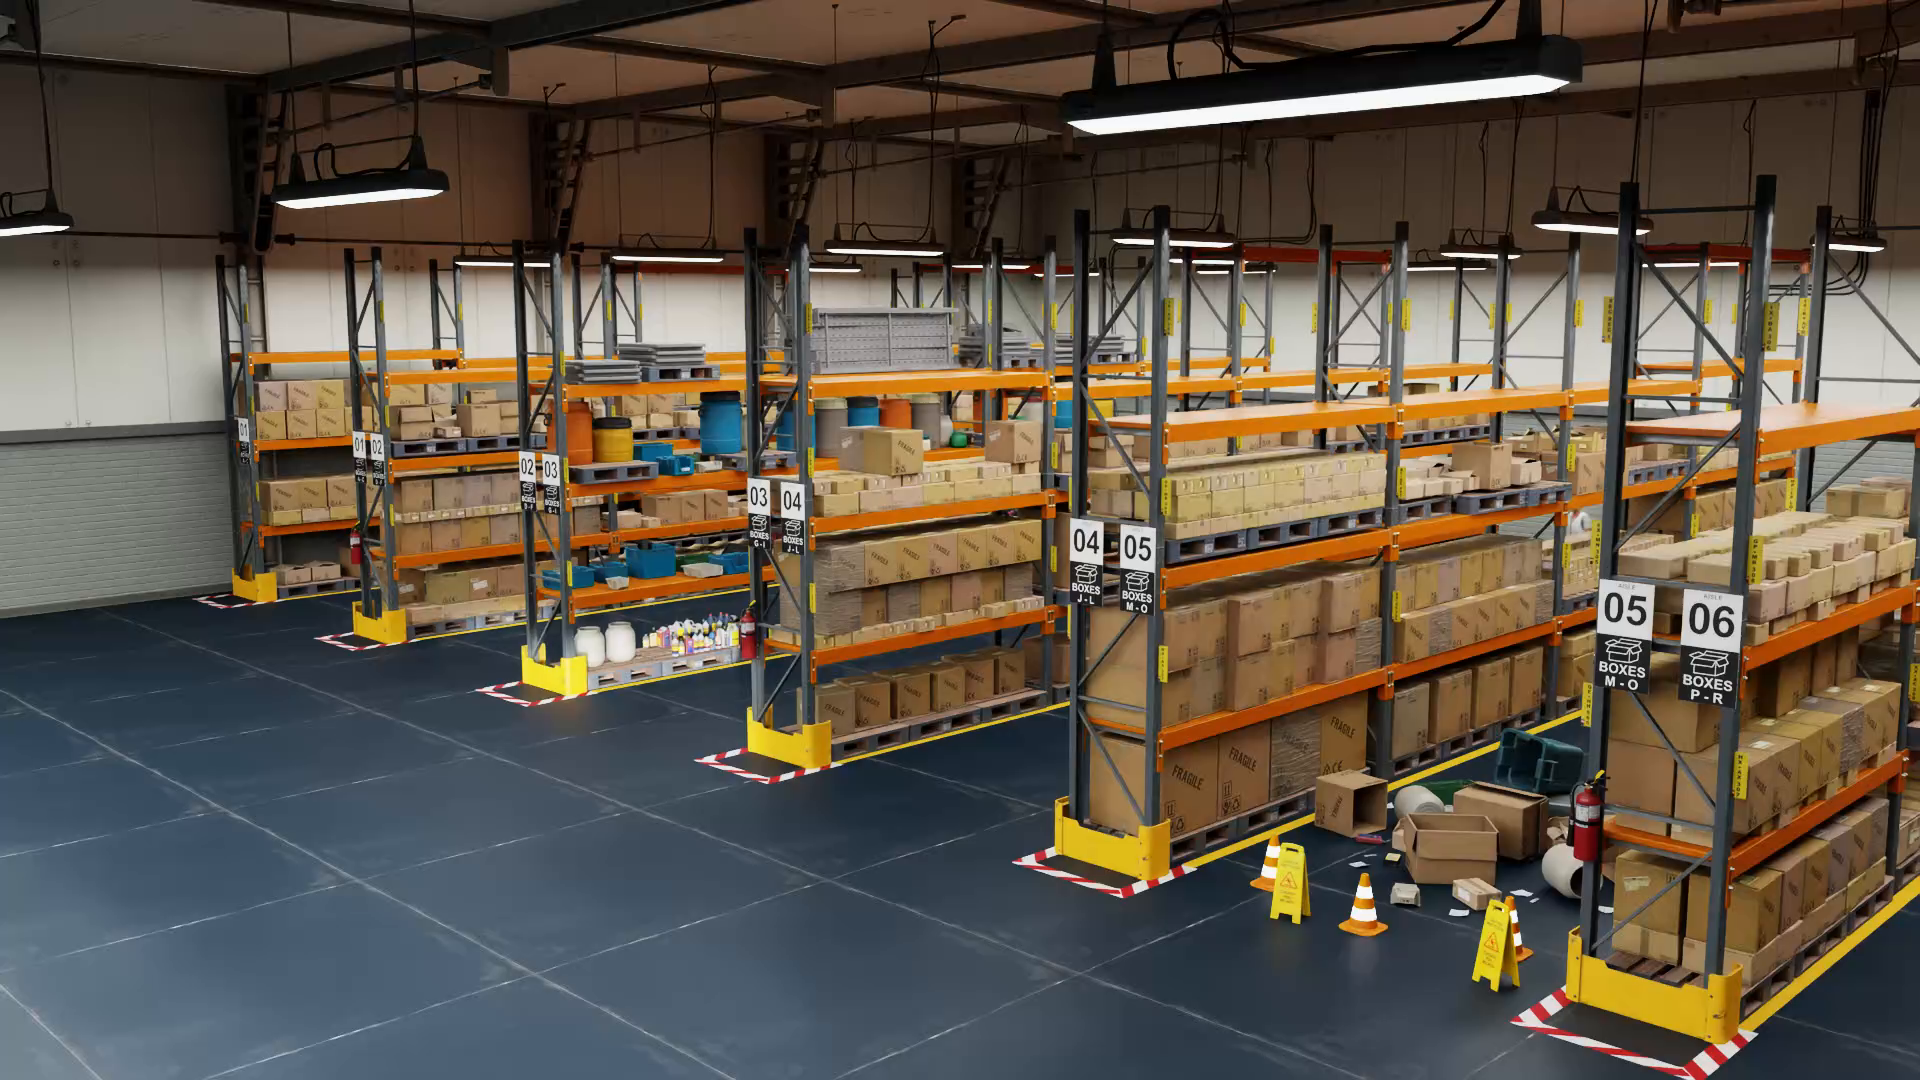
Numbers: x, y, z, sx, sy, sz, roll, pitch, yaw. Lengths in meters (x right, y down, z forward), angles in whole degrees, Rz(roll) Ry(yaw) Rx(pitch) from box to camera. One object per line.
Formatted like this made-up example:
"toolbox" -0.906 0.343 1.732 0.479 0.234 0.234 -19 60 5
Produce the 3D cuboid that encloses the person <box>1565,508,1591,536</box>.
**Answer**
"person" 10.934 0.097 29.578 0.528 1.732 1.063 8 11 43

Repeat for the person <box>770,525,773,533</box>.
"person" -4.119 -0.563 34.734 0.416 1.679 0.520 7 11 40
